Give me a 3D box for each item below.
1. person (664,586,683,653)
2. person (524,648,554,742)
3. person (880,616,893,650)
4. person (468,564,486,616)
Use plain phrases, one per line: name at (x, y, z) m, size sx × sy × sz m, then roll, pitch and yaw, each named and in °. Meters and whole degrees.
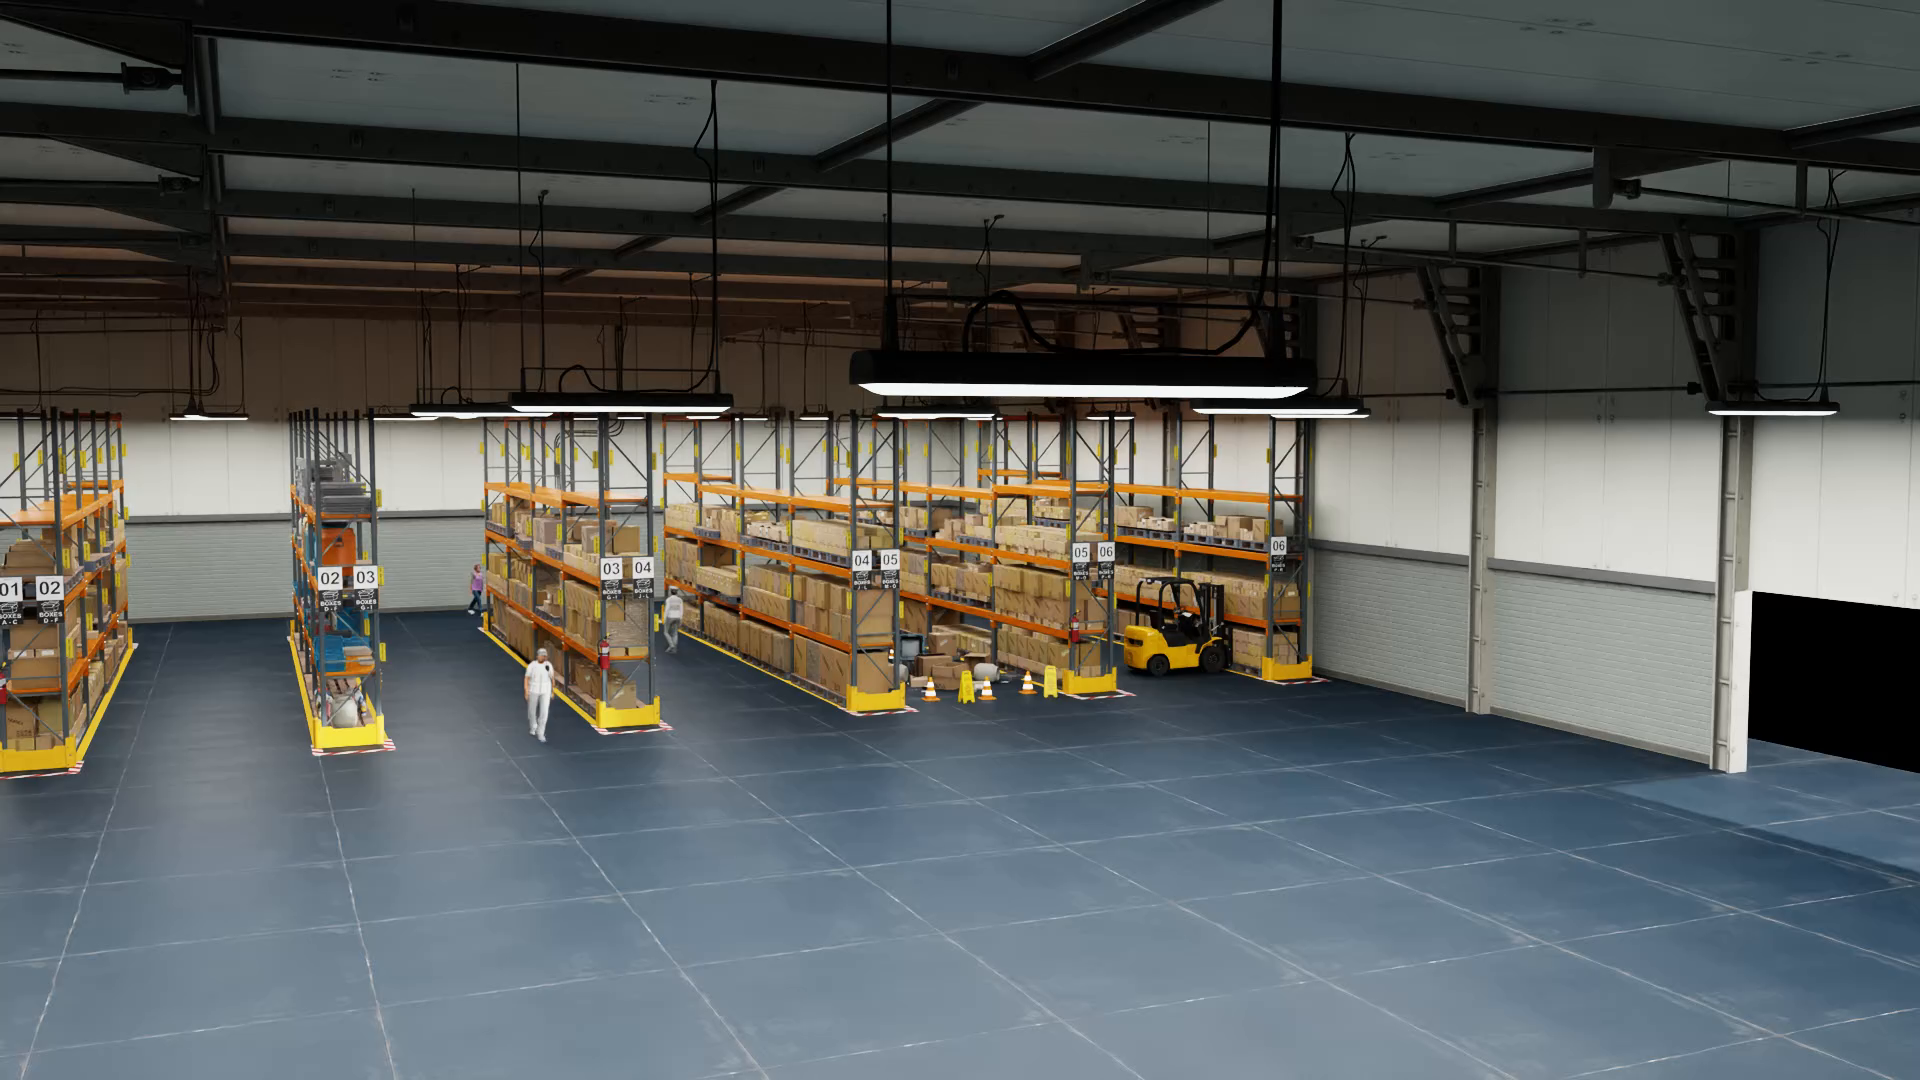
person at (-7.121, 1.986, 41.345) m, size 0.520 × 1.672 × 0.402 m, roll -2°, pitch 5°, yaw -32°
person at (-7.652, 2.797, 30.276) m, size 0.560 × 1.655 × 0.768 m, roll -2°, pitch 4°, yaw -22°
person at (-1.828, 1.871, 40.824) m, size 0.489 × 1.646 × 0.509 m, roll -2°, pitch 4°, yaw -26°
person at (-14.321, 1.476, 49.326) m, size 1.022 × 1.529 × 0.444 m, roll 3°, pitch 5°, yaw 35°
